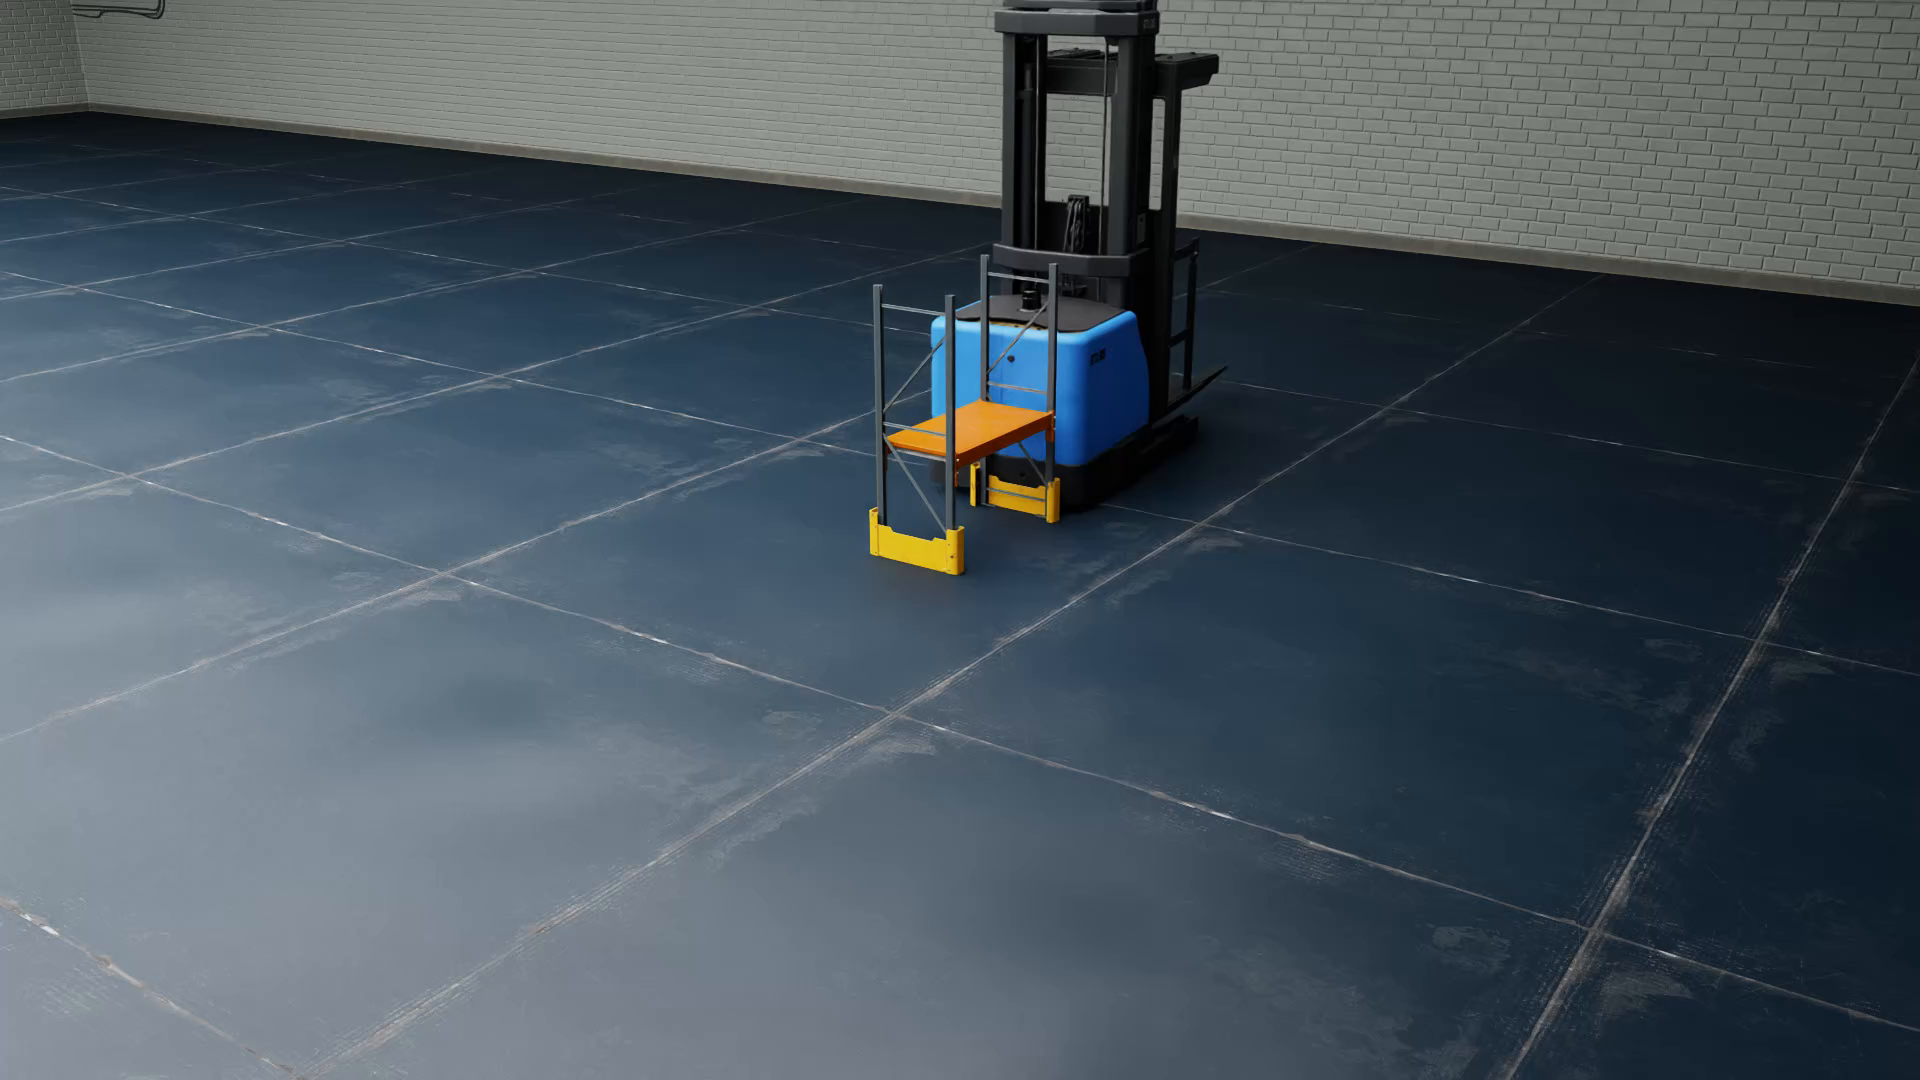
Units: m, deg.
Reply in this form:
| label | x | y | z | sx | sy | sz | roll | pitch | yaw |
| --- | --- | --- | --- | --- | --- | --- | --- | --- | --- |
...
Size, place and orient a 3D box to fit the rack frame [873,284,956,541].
| label | x | y | z | sx | sy | sz | roll | pitch | yaw |
| --- | --- | --- | --- | --- | --- | --- | --- | --- | --- |
| rack frame | -0.238 | -0.582 | 8.813 | 0.500 | 1.500 | 0.032 | 13 | 24 | 32 |

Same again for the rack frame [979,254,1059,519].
| label | x | y | z | sx | sy | sz | roll | pitch | yaw |
| --- | --- | --- | --- | --- | --- | --- | --- | --- | --- |
| rack frame | 0.333 | -0.874 | 9.602 | 0.500 | 1.500 | 0.032 | 13 | 24 | 32 |

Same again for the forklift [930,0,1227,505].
| label | x | y | z | sx | sy | sz | roll | pitch | yaw |
| --- | --- | --- | --- | --- | --- | --- | --- | --- | --- |
| forklift | 0.955 | -2.048 | 10.715 | 1.130 | 2.935 | 3.031 | 11 | 23 | 26 |

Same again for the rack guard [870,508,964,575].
| label | x | y | z | sx | sy | sz | roll | pitch | yaw |
| --- | --- | --- | --- | --- | --- | --- | --- | --- | --- |
| rack guard | -0.237 | 0.004 | 9.030 | 0.587 | 0.250 | 0.087 | 13 | 24 | 32 |

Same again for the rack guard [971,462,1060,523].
| label | x | y | z | sx | sy | sz | roll | pitch | yaw |
| --- | --- | --- | --- | --- | --- | --- | --- | --- | --- |
| rack guard | 0.322 | -0.282 | 9.803 | 0.587 | 0.250 | 0.087 | 13 | 24 | 32 |

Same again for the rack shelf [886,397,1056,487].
| label | x | y | z | sx | sy | sz | roll | pitch | yaw |
| --- | --- | --- | --- | --- | --- | --- | --- | --- | --- |
| rack shelf | 0.048 | -0.559 | 9.270 | 0.538 | 0.185 | 1.000 | 13 | 24 | 32 |

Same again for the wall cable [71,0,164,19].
| label | x | y | z | sx | sy | sz | roll | pitch | yaw |
| --- | --- | --- | --- | --- | --- | --- | --- | --- | --- |
| wall cable | -15.077 | -10.496 | 29.281 | 3.097 | 2.526 | 0.112 | 13 | 24 | 32 |

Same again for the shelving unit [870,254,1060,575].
| label | x | y | z | sx | sy | sz | roll | pitch | yaw |
| --- | --- | --- | --- | --- | --- | --- | --- | --- | --- |
| shelving unit | 0.042 | -0.725 | 9.200 | 0.587 | 1.500 | 1.083 | 13 | 24 | 32 |
